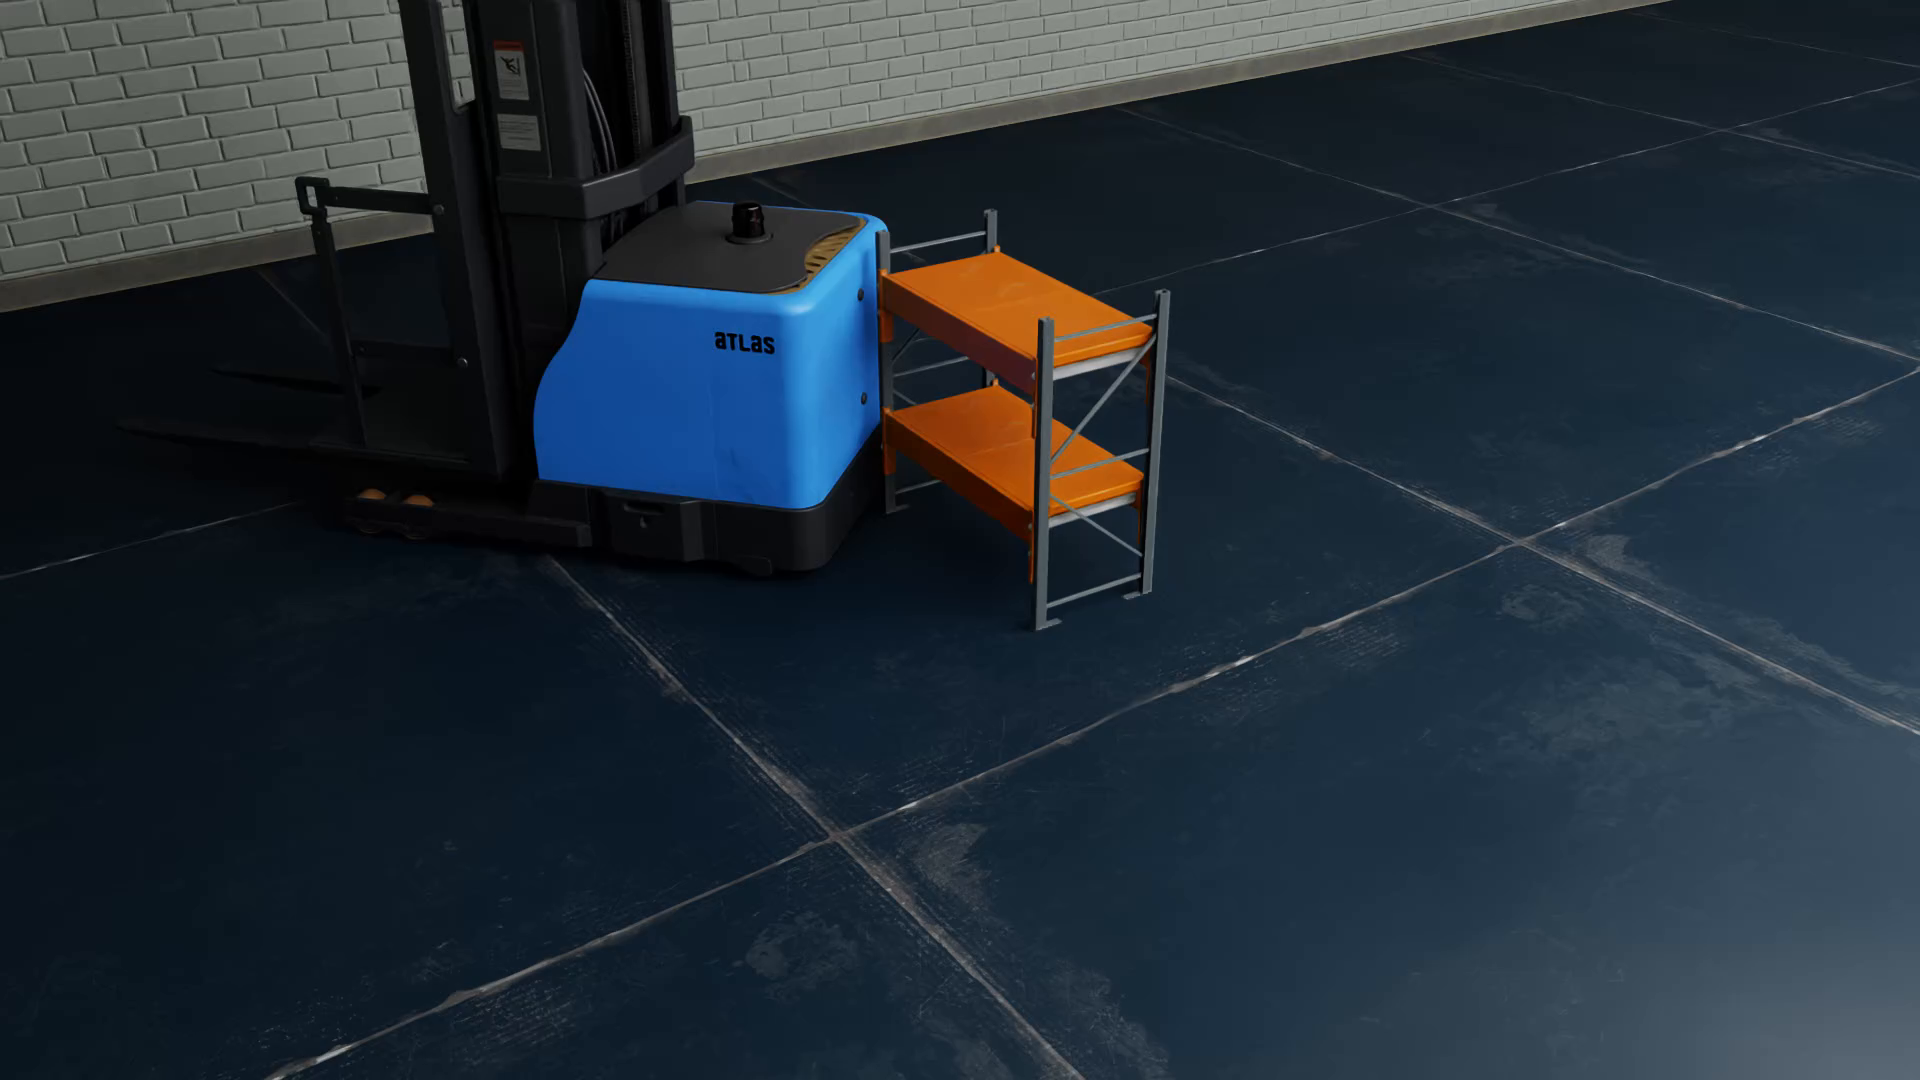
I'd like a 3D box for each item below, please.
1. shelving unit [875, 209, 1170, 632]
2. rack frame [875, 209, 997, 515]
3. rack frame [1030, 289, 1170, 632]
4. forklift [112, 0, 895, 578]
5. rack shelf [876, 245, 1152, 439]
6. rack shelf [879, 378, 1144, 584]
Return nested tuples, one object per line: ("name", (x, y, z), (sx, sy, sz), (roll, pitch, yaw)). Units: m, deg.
("shelving unit", (0.189, -0.455, 5.910), (0.538, 1.125, 1.048), (-17, 33, -28))
("rack frame", (-0.083, -0.660, 6.287), (0.500, 1.125, 0.032), (-17, 33, -28))
("rack frame", (0.461, -0.250, 5.532), (0.500, 1.125, 0.032), (-17, 33, -28))
("forklift", (-1.832, -1.524, 5.985), (3.031, 2.935, 1.130), (7, 29, 13))
("rack shelf", (0.189, -0.712, 5.770), (0.538, 0.278, 1.000), (-17, 33, -28))
("rack shelf", (0.189, -0.240, 6.026), (0.538, 0.278, 1.000), (-17, 33, -28))
